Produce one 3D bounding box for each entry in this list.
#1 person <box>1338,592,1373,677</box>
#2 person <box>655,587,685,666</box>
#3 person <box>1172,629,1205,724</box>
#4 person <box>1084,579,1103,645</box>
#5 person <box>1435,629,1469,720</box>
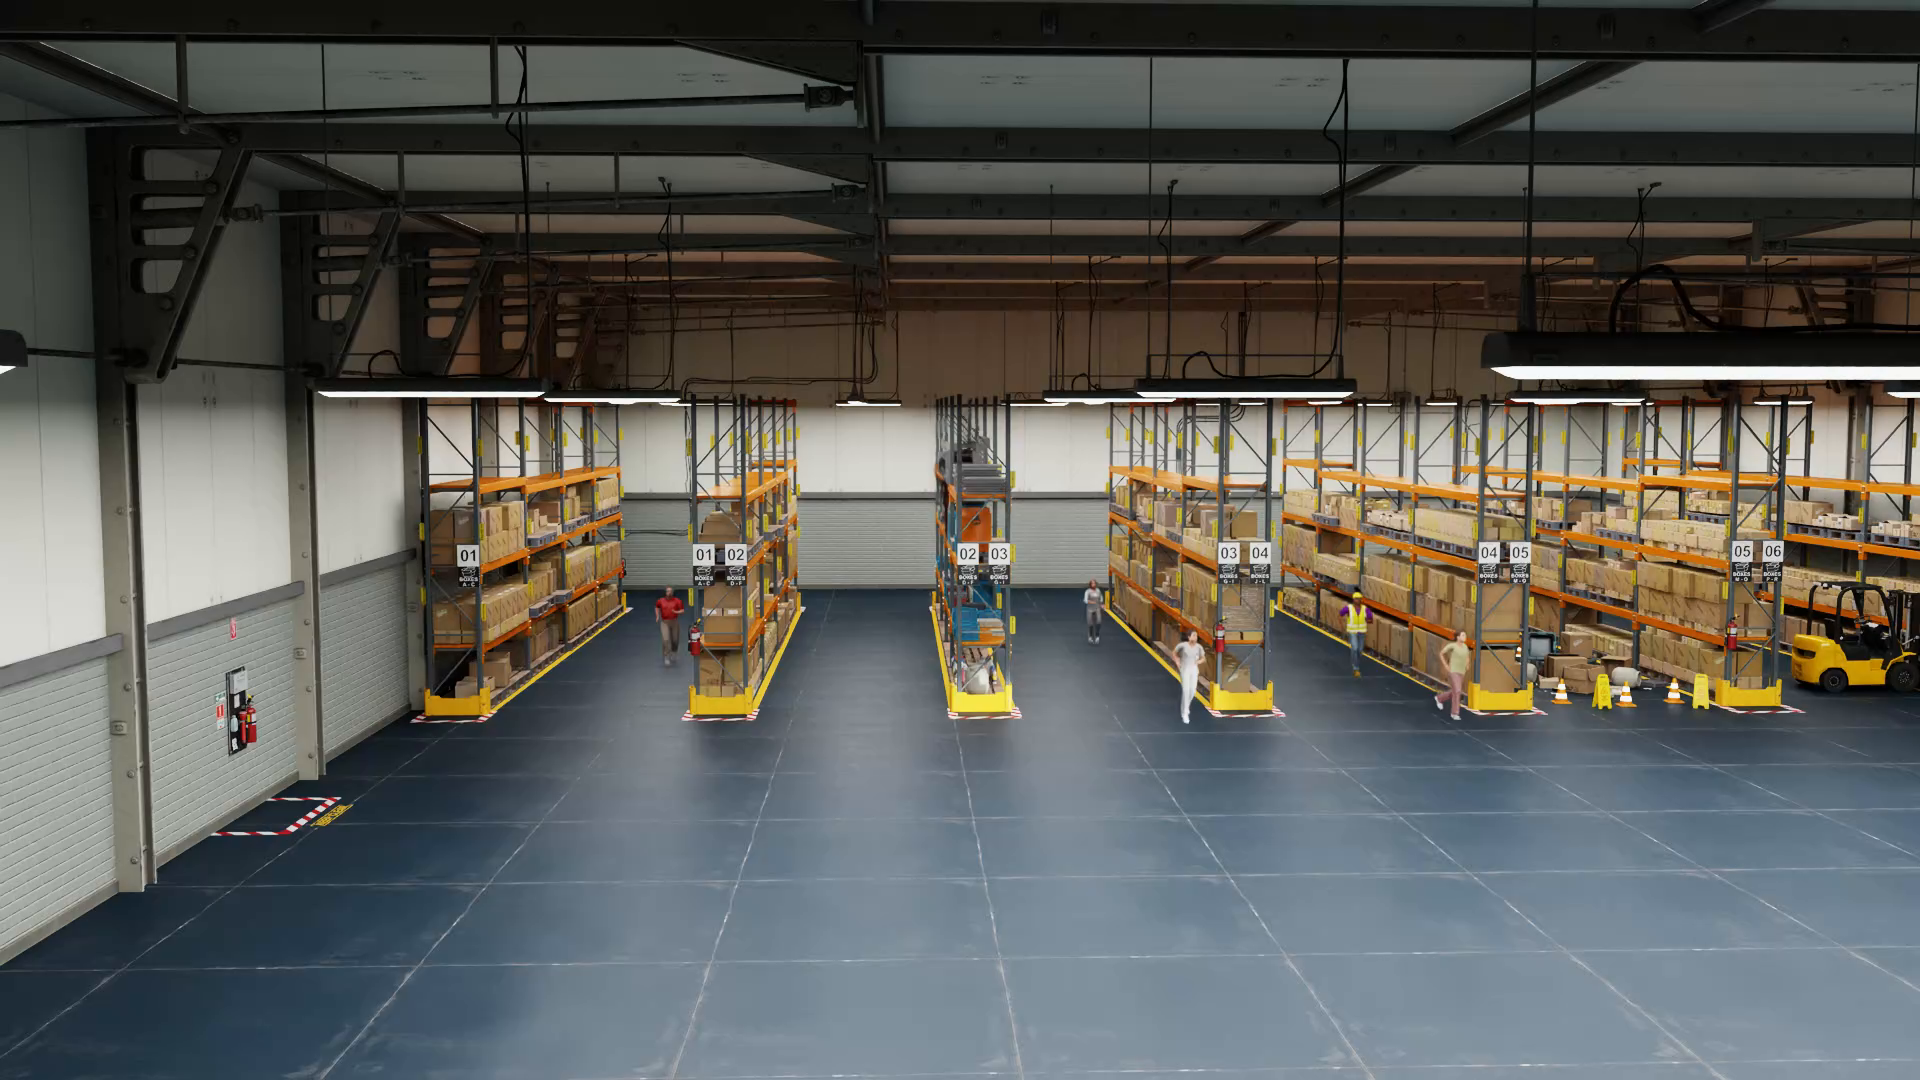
[{"bbox_3d":[8.526,2.001,35.731,0.694,1.765,0.969,0,5,-5],"label":"person"},{"bbox_3d":[-6.508,1.906,37.303,0.662,1.716,0.989,-1,5,-11],"label":"person"},{"bbox_3d":[4.255,2.472,30.716,0.573,1.673,0.958,-1,5,-14],"label":"person"},{"bbox_3d":[3.260,1.743,40.408,0.509,1.591,0.657,-1,5,-7],"label":"person"},{"bbox_3d":[9.226,2.488,30.997,0.612,1.667,0.797,-2,5,-24],"label":"person"}]
